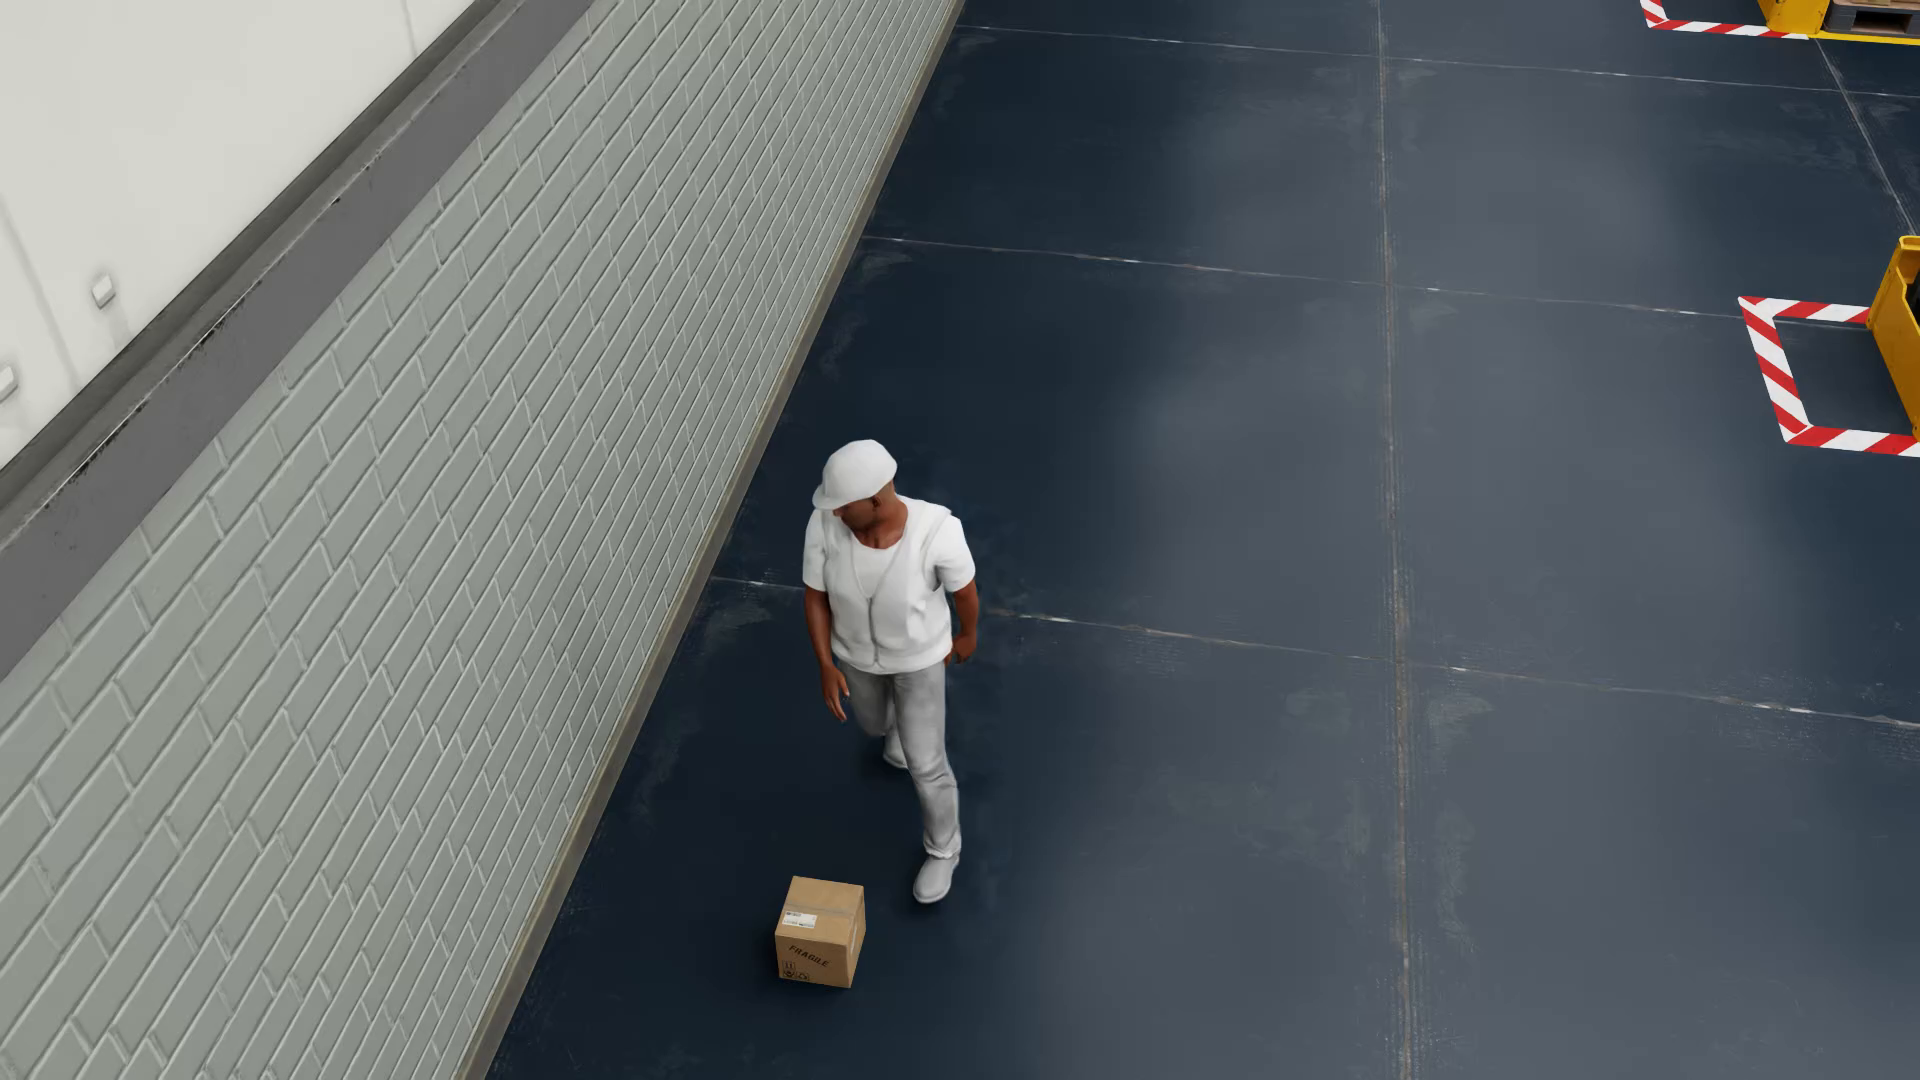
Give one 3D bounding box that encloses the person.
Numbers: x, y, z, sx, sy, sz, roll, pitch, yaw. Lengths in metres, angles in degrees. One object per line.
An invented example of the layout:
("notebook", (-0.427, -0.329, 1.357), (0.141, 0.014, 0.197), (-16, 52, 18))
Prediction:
("person", (-0.233, 0.370, 5.707), (0.595, 1.721, 0.853), (10, 41, 12))
